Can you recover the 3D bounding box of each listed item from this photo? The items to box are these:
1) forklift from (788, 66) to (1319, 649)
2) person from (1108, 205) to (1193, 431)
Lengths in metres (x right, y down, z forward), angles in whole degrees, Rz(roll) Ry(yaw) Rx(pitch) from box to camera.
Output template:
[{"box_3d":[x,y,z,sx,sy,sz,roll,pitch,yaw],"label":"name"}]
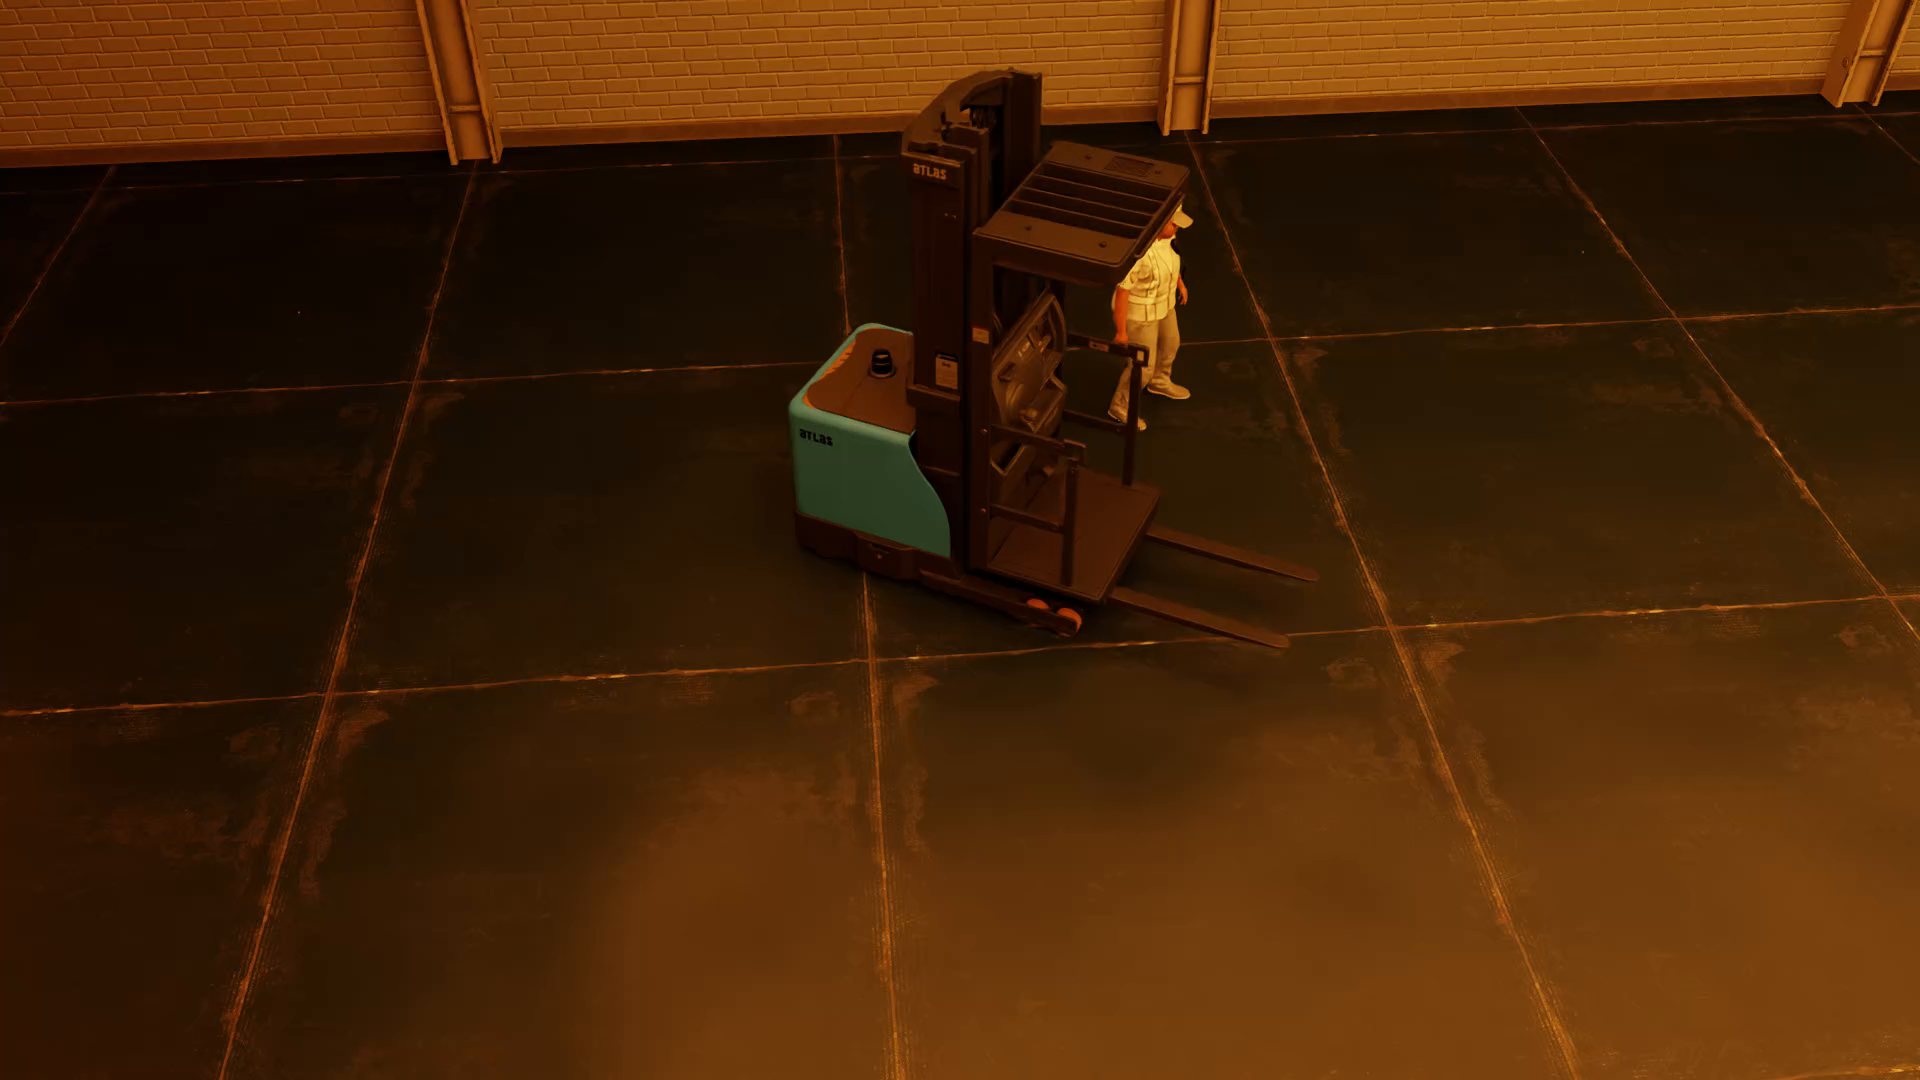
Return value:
[{"box_3d":[0.563,-0.955,9.054,3.031,2.935,1.130,16,43,18],"label":"forklift"},{"box_3d":[1.226,-1.486,10.671,0.443,1.643,0.730,23,46,24],"label":"person"}]
